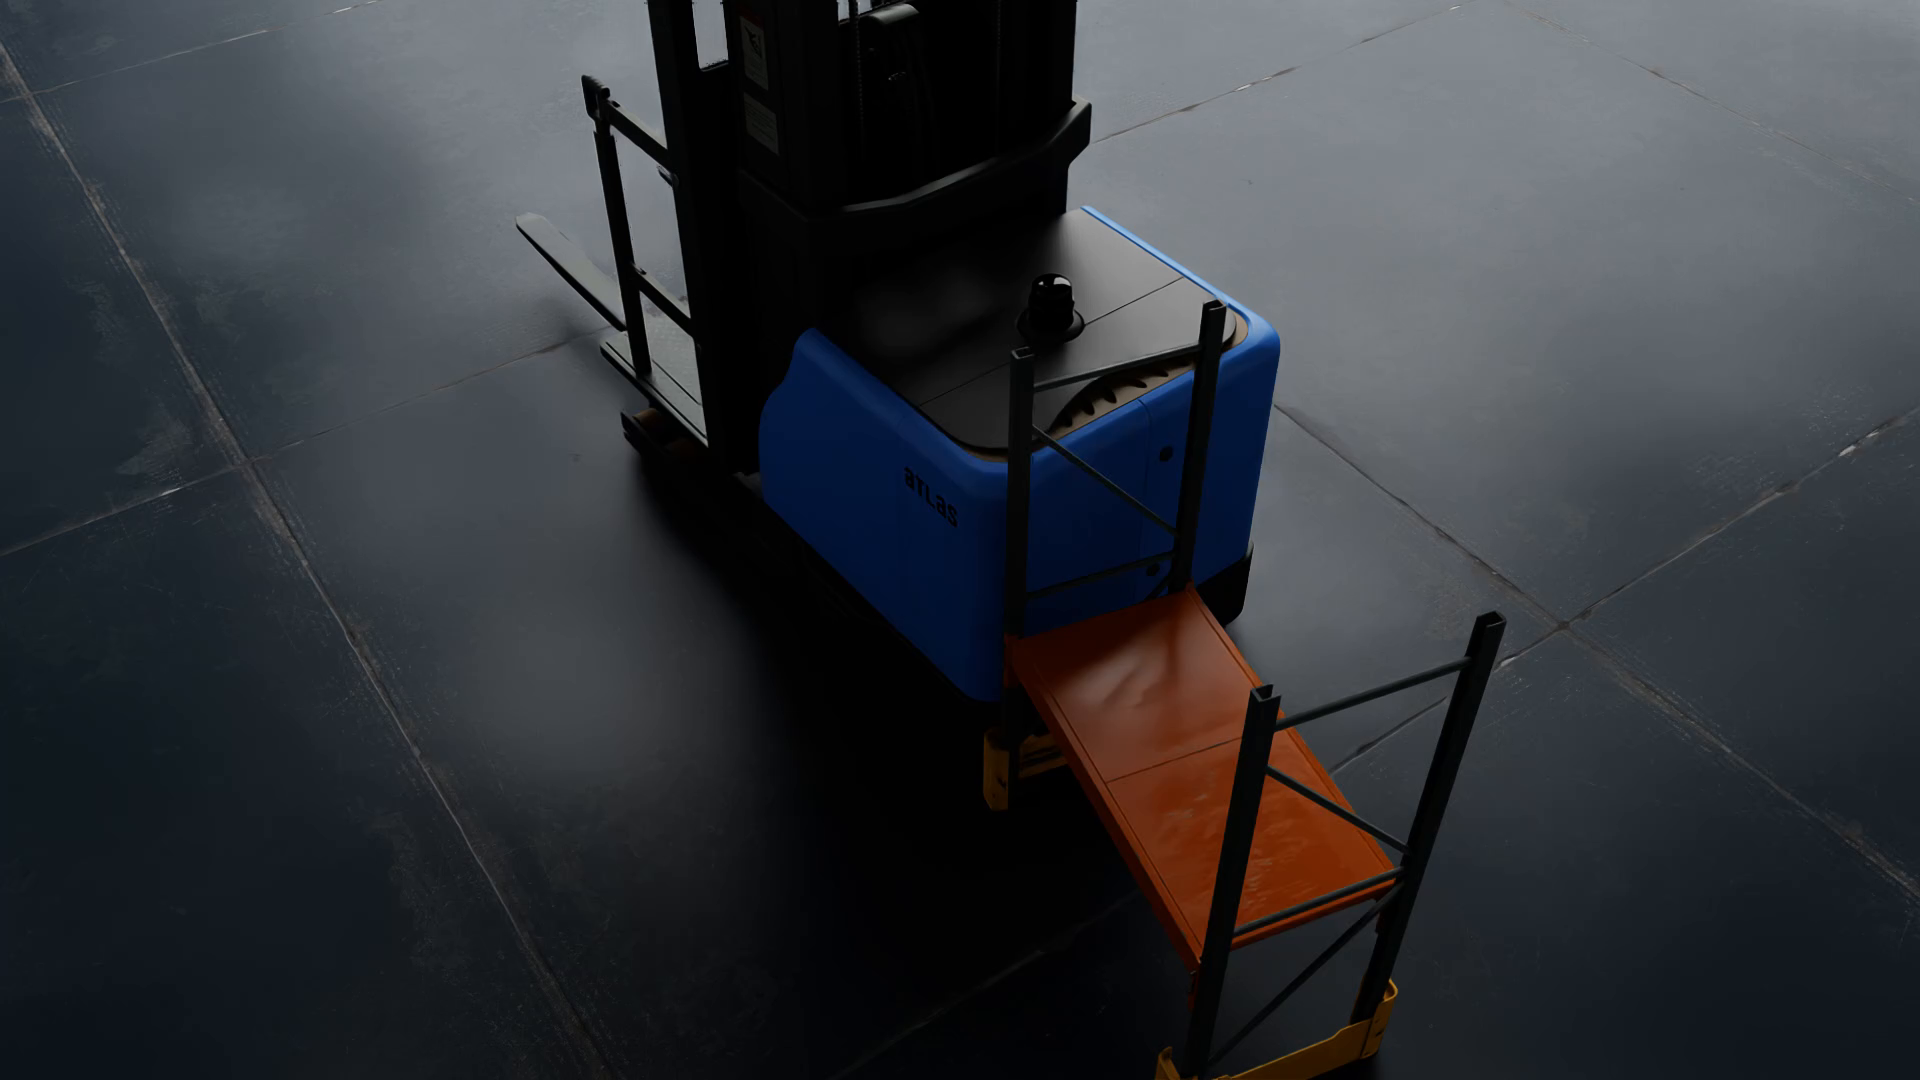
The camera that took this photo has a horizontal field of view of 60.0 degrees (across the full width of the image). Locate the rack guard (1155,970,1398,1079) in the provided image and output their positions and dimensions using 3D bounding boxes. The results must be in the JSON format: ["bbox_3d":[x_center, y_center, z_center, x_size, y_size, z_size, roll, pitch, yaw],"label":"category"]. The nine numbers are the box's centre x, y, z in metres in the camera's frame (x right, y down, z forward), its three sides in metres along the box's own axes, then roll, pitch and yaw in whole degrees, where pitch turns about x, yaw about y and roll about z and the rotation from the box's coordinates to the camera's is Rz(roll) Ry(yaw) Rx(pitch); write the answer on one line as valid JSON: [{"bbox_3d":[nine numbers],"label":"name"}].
[{"bbox_3d":[0.721,1.180,3.833,0.587,0.250,0.087,-16,46,-16],"label":"rack guard"}]

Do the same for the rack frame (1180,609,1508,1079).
[{"bbox_3d":[0.728,0.740,3.389,0.500,1.500,0.032,-16,46,-16],"label":"rack frame"}]

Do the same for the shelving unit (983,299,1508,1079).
[{"bbox_3d":[0.532,0.409,3.735,0.587,1.500,1.083,-16,46,-16],"label":"shelving unit"}]

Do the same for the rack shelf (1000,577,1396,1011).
[{"bbox_3d":[0.536,0.545,3.853,0.538,0.185,1.000,-16,46,-16],"label":"rack shelf"}]

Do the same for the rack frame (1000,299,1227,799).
[{"bbox_3d":[0.343,0.090,4.070,0.500,1.500,0.032,-16,46,-16],"label":"rack frame"}]

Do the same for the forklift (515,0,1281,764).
[{"bbox_3d":[-0.459,-1.415,4.610,1.130,2.935,3.031,-28,50,-26],"label":"forklift"}]

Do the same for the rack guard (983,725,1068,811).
[{"bbox_3d":[0.344,0.543,4.500,0.587,0.250,0.087,-16,46,-16],"label":"rack guard"}]
